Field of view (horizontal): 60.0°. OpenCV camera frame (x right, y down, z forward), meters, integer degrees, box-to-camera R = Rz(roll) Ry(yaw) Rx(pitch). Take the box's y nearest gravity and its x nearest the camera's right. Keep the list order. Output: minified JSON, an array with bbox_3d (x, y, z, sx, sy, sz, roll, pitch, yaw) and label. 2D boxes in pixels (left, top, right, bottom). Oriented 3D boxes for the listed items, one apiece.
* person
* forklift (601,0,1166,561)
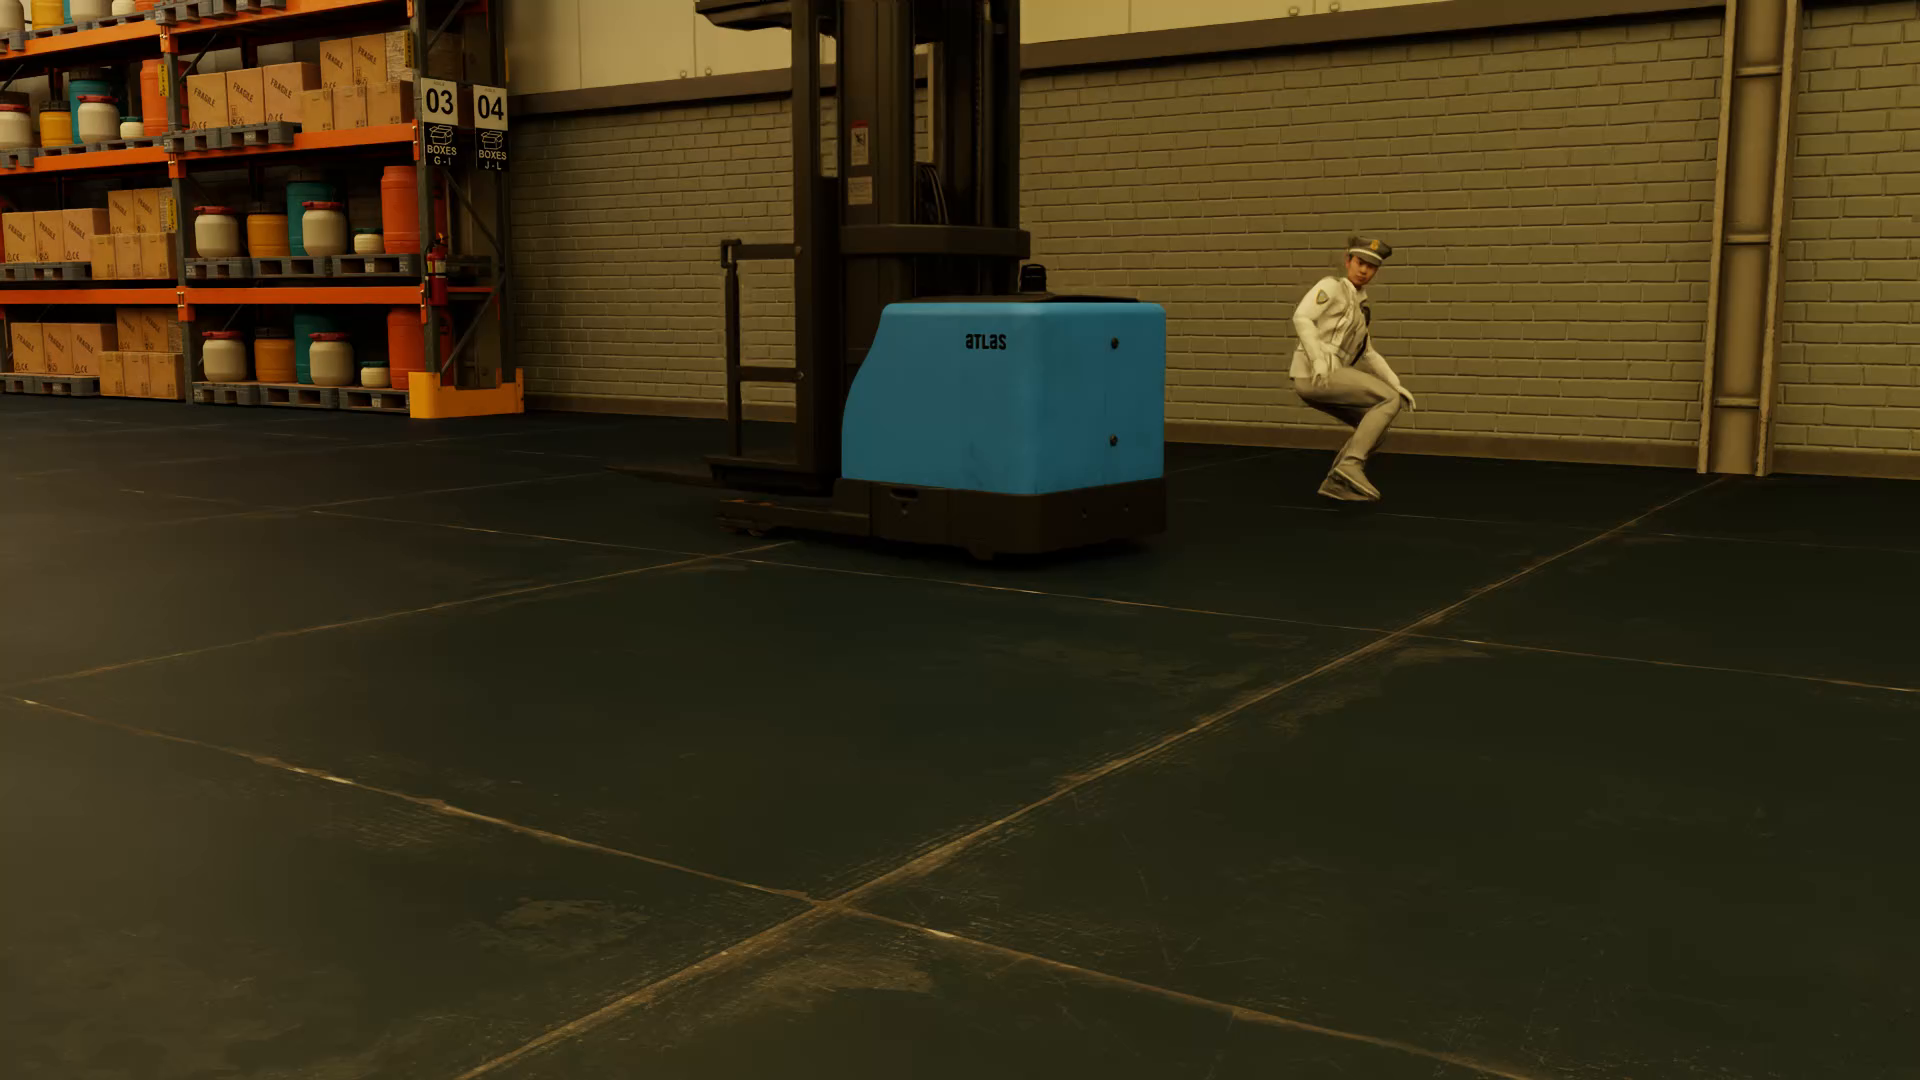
[{"bbox_3d":[2.067,-0.870,8.798,0.624,1.456,0.744,3,9,22],"label":"person"},{"bbox_3d":[-0.527,-1.511,7.818,3.031,2.935,1.130,7,11,41],"label":"forklift"}]
